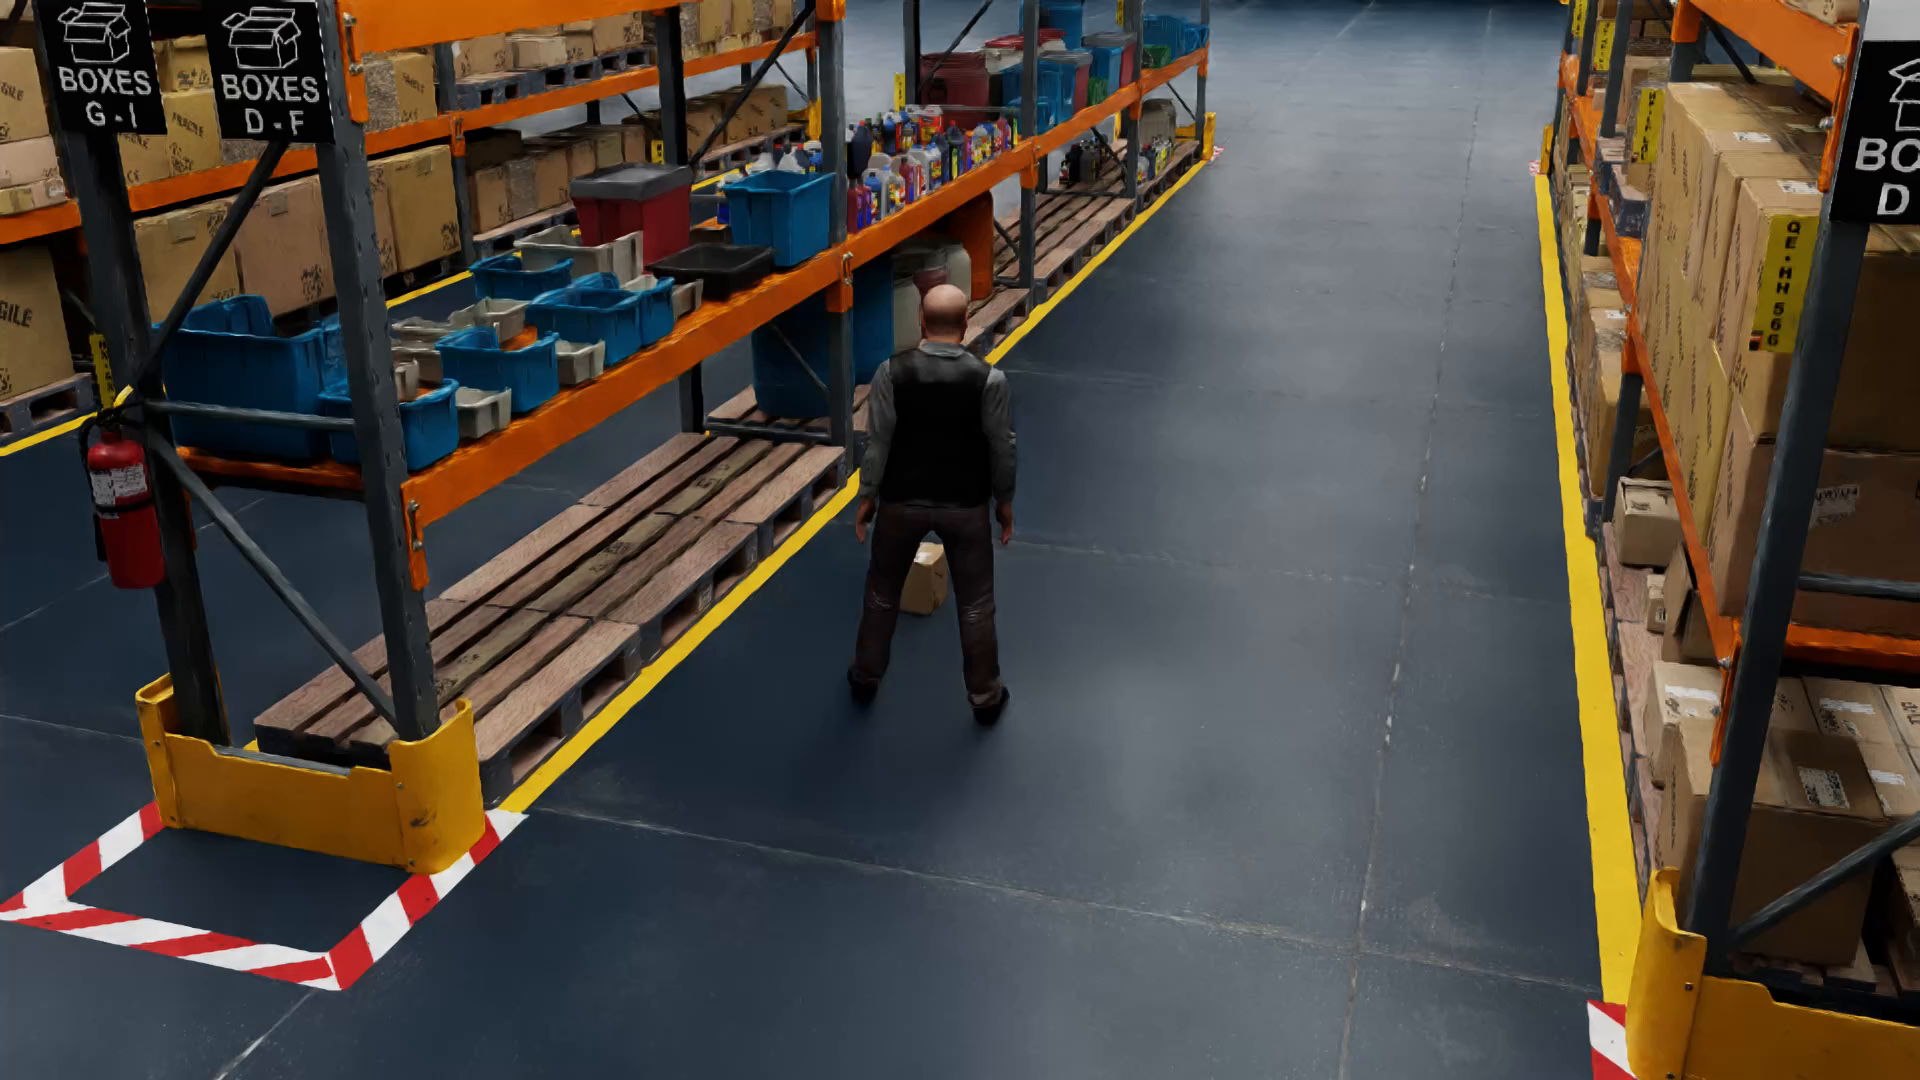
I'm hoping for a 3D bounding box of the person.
[{"bbox_3d":[-0.129,-0.151,6.454,0.699,1.714,0.469,1,22,3],"label":"person"}]
